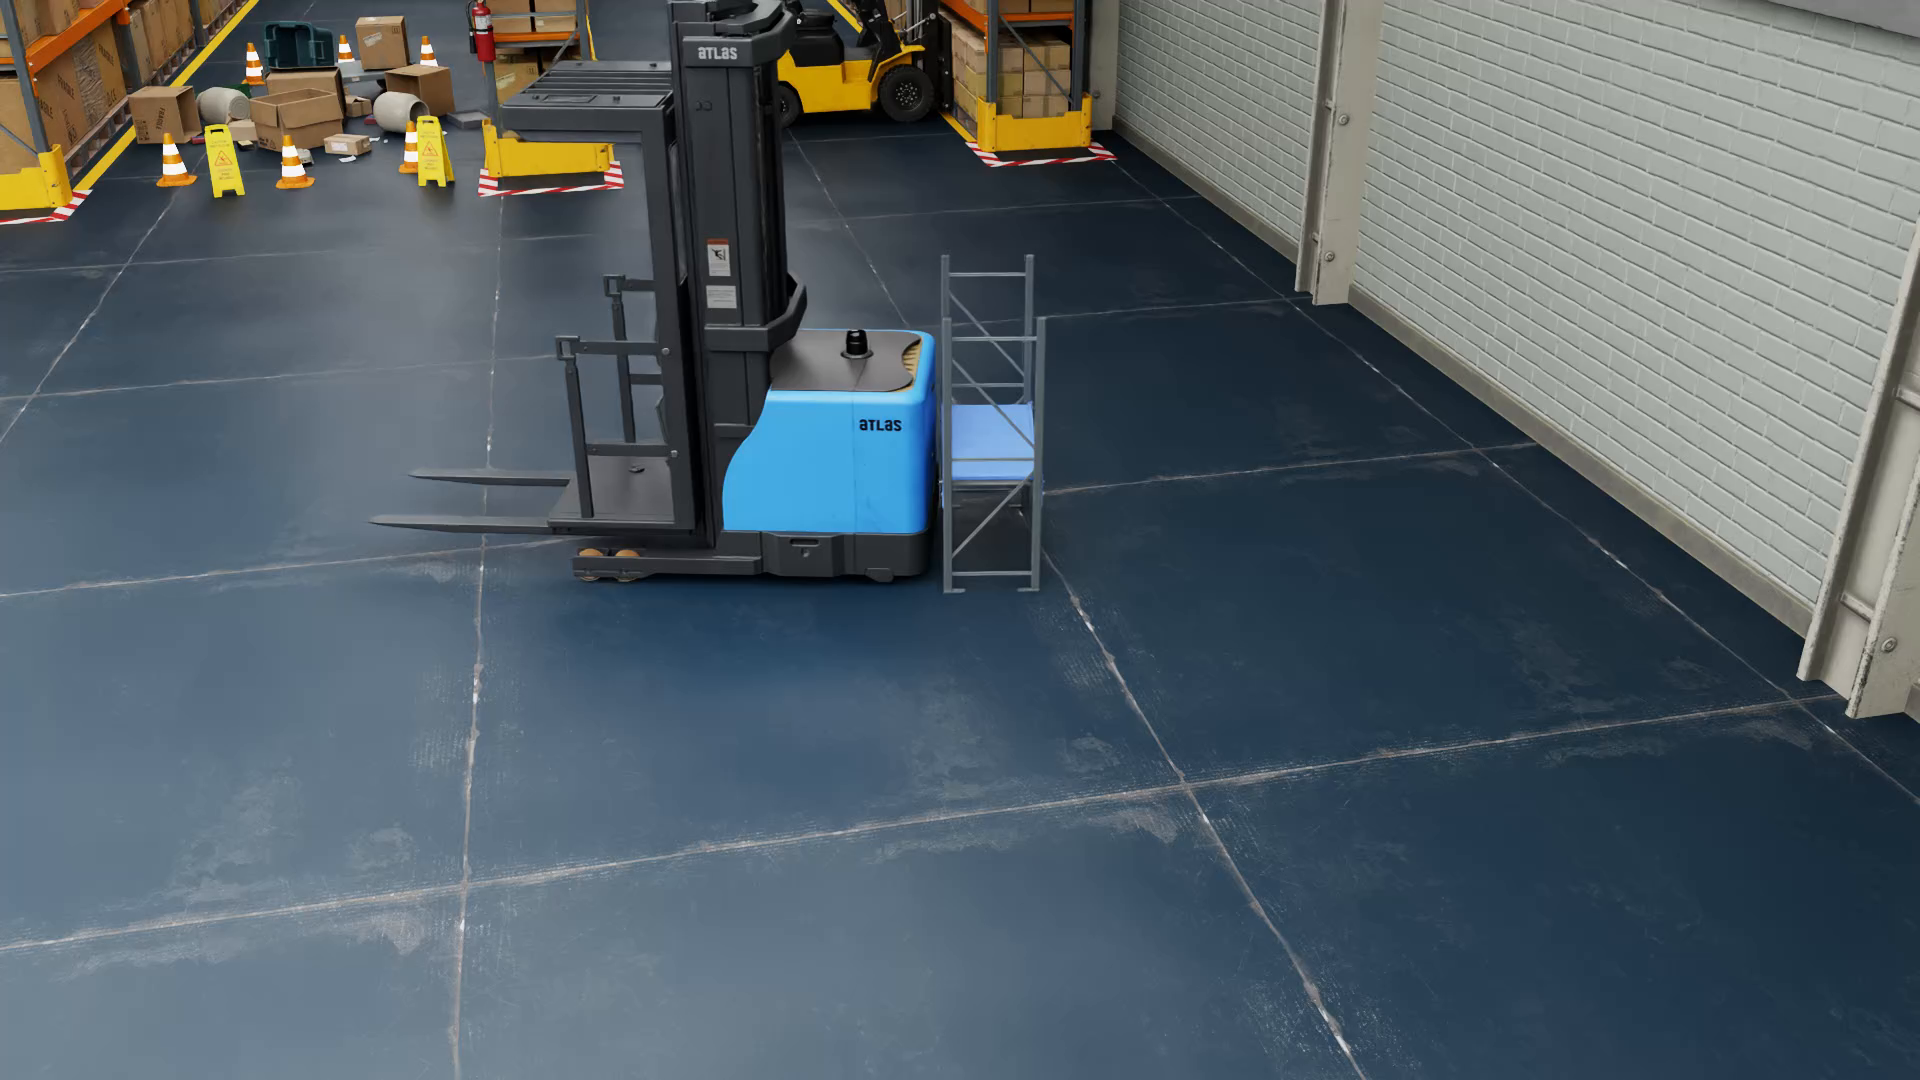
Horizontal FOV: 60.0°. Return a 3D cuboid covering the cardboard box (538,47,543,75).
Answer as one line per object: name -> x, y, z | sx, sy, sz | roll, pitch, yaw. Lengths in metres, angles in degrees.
cardboard box -> -4.847, -5.289, 18.153 | 0.500, 0.500, 0.500 | -5, 27, -9

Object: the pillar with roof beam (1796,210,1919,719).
pillar with roof beam -> 0.004, -2.862, 4.934 | 9.100, 9.000, 0.400 | -6, 27, -12

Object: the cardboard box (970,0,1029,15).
cardboard box -> 0.406, -5.726, 17.155 | 0.500, 0.500, 0.500 | -7, 28, -13

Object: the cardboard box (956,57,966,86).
cardboard box -> 0.256, -5.079, 18.013 | 0.500, 0.250, 0.500 | -6, 27, -12

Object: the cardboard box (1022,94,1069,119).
cardboard box -> 0.853, -4.688, 17.794 | 0.500, 0.250, 0.500 | -6, 27, -11

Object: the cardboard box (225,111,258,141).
cardboard box -> -7.582, -4.407, 17.687 | 0.396, 0.266, 0.258 | -1, 27, -3

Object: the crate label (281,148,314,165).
crate label -> -6.659, -3.843, 16.712 | 0.250, 0.136, 0.298 | -23, 35, -38

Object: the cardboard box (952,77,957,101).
cardboard box -> 0.152, -5.066, 18.544 | 0.500, 0.250, 0.500 | -6, 27, -11

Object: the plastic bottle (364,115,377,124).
plastic bottle -> -6.500, -4.674, 18.442 | 0.133, 0.061, 0.283 | -1, 27, -3

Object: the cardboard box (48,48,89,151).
cardboard box -> -9.280, -4.355, 16.442 | 0.875, 0.875, 0.875 | -6, 27, -12

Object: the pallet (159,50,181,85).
pallet -> -10.290, -5.818, 20.543 | 1.003, 0.211, 1.213 | -6, 27, -12

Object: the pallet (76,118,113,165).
pallet -> -9.390, -4.072, 17.084 | 1.003, 0.211, 1.213 | -6, 27, -12

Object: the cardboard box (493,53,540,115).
cardboard box -> -4.497, -4.606, 16.801 | 0.500, 0.500, 0.500 | -6, 27, -11

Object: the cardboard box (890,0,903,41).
cardboard box -> -0.425, -6.945, 21.850 | 0.875, 0.625, 0.625 | -6, 27, -12

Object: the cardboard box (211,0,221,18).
cardboard box -> -10.693, -7.580, 23.247 | 0.500, 0.500, 0.500 | -6, 27, -11

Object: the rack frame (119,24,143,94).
rack frame -> -9.764, -6.195, 18.196 | 1.000, 3.000, 0.127 | -6, 27, -12

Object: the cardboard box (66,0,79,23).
cardboard box -> -9.299, -5.391, 16.435 | 0.875, 0.550, 0.500 | -6, 27, -12

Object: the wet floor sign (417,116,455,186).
wet floor sign -> -5.062, -3.743, 15.950 | 0.267, 0.644, 0.232 | 3, 27, 6

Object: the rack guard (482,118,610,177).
rack guard -> -4.080, -3.904, 16.430 | 1.175, 0.500, 0.348 | -6, 27, -12

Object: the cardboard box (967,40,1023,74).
cardboard box -> 0.365, -5.069, 17.440 | 0.500, 0.250, 0.500 | -5, 27, -10

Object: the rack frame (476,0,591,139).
rack frame -> -4.062, -4.987, 15.800 | 1.000, 3.000, 0.127 | -6, 27, -12

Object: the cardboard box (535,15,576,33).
cardboard box -> -3.937, -5.044, 16.194 | 0.380, 0.149, 0.250 | -6, 27, -11

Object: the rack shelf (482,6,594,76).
rack shelf -> -4.513, -5.543, 17.702 | 1.077, 0.370, 4.000 | -6, 27, -12

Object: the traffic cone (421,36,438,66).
traffic cone -> -6.607, -6.012, 20.648 | 0.336, 0.463, 0.334 | -6, 27, -12

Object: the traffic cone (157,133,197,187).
traffic cone -> -7.599, -3.684, 16.036 | 0.336, 0.463, 0.334 | -6, 27, -12

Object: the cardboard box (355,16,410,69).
cardboard box -> -6.691, -5.771, 19.288 | 0.500, 0.500, 0.500 | -6, 27, -12

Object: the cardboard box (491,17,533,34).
cardboard box -> -4.355, -5.017, 16.139 | 0.380, 0.149, 0.250 | -5, 27, -10

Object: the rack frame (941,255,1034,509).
rack frame -> 0.149, -0.860, 9.290 | 0.500, 1.500, 0.032 | 0, 27, -1

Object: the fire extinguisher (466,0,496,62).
fire extinguisher -> -4.486, -4.855, 15.626 | 0.296, 0.674, 0.183 | -6, 27, -12

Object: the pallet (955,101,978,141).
pallet -> 0.560, -4.579, 18.087 | 1.003, 0.211, 1.213 | -6, 27, -12

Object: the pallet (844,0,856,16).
pallet -> -1.162, -8.091, 25.046 | 1.003, 0.211, 1.213 | -6, 27, -12

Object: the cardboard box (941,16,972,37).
cardboard box -> 0.014, -5.736, 18.762 | 0.500, 0.250, 0.500 | -7, 28, -13

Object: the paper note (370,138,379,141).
paper note -> -6.260, -4.257, 17.663 | 0.148, 0.019, 0.142 | 3, 27, 6

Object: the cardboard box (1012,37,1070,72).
cardboard box -> 0.849, -5.129, 17.558 | 0.500, 0.250, 0.500 | -6, 27, -12

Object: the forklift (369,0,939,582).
forklift -> -1.656, -1.323, 8.619 | 3.031, 2.935, 1.130 | 1, 27, 3

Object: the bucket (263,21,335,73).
bucket -> -7.487, -5.587, 18.936 | 0.726, 0.611, 0.620 | 3, 17, 6

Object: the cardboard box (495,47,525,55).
cardboard box -> -4.645, -5.050, 16.960 | 0.380, 0.149, 0.250 | -5, 27, -10

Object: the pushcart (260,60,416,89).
pushcart -> -7.174, -5.318, 19.368 | 1.648, 0.377, 0.936 | -16, 31, -29

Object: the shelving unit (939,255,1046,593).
shelving unit -> 0.158, -0.631, 8.836 | 0.538, 1.500, 1.048 | 0, 27, -1

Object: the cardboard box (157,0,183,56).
cardboard box -> -10.415, -6.475, 20.780 | 1.050, 0.750, 0.750 | -6, 27, -11

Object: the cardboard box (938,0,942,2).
cardboard box -> -0.325, -6.410, 20.097 | 0.500, 0.250, 0.500 | -6, 27, -12

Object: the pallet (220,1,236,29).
pallet -> -11.111, -7.584, 24.042 | 1.003, 0.211, 1.213 | -6, 27, -12

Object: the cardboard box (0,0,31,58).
cardboard box -> -8.990, -4.665, 14.997 | 0.875, 0.550, 0.550 | -6, 27, -12
